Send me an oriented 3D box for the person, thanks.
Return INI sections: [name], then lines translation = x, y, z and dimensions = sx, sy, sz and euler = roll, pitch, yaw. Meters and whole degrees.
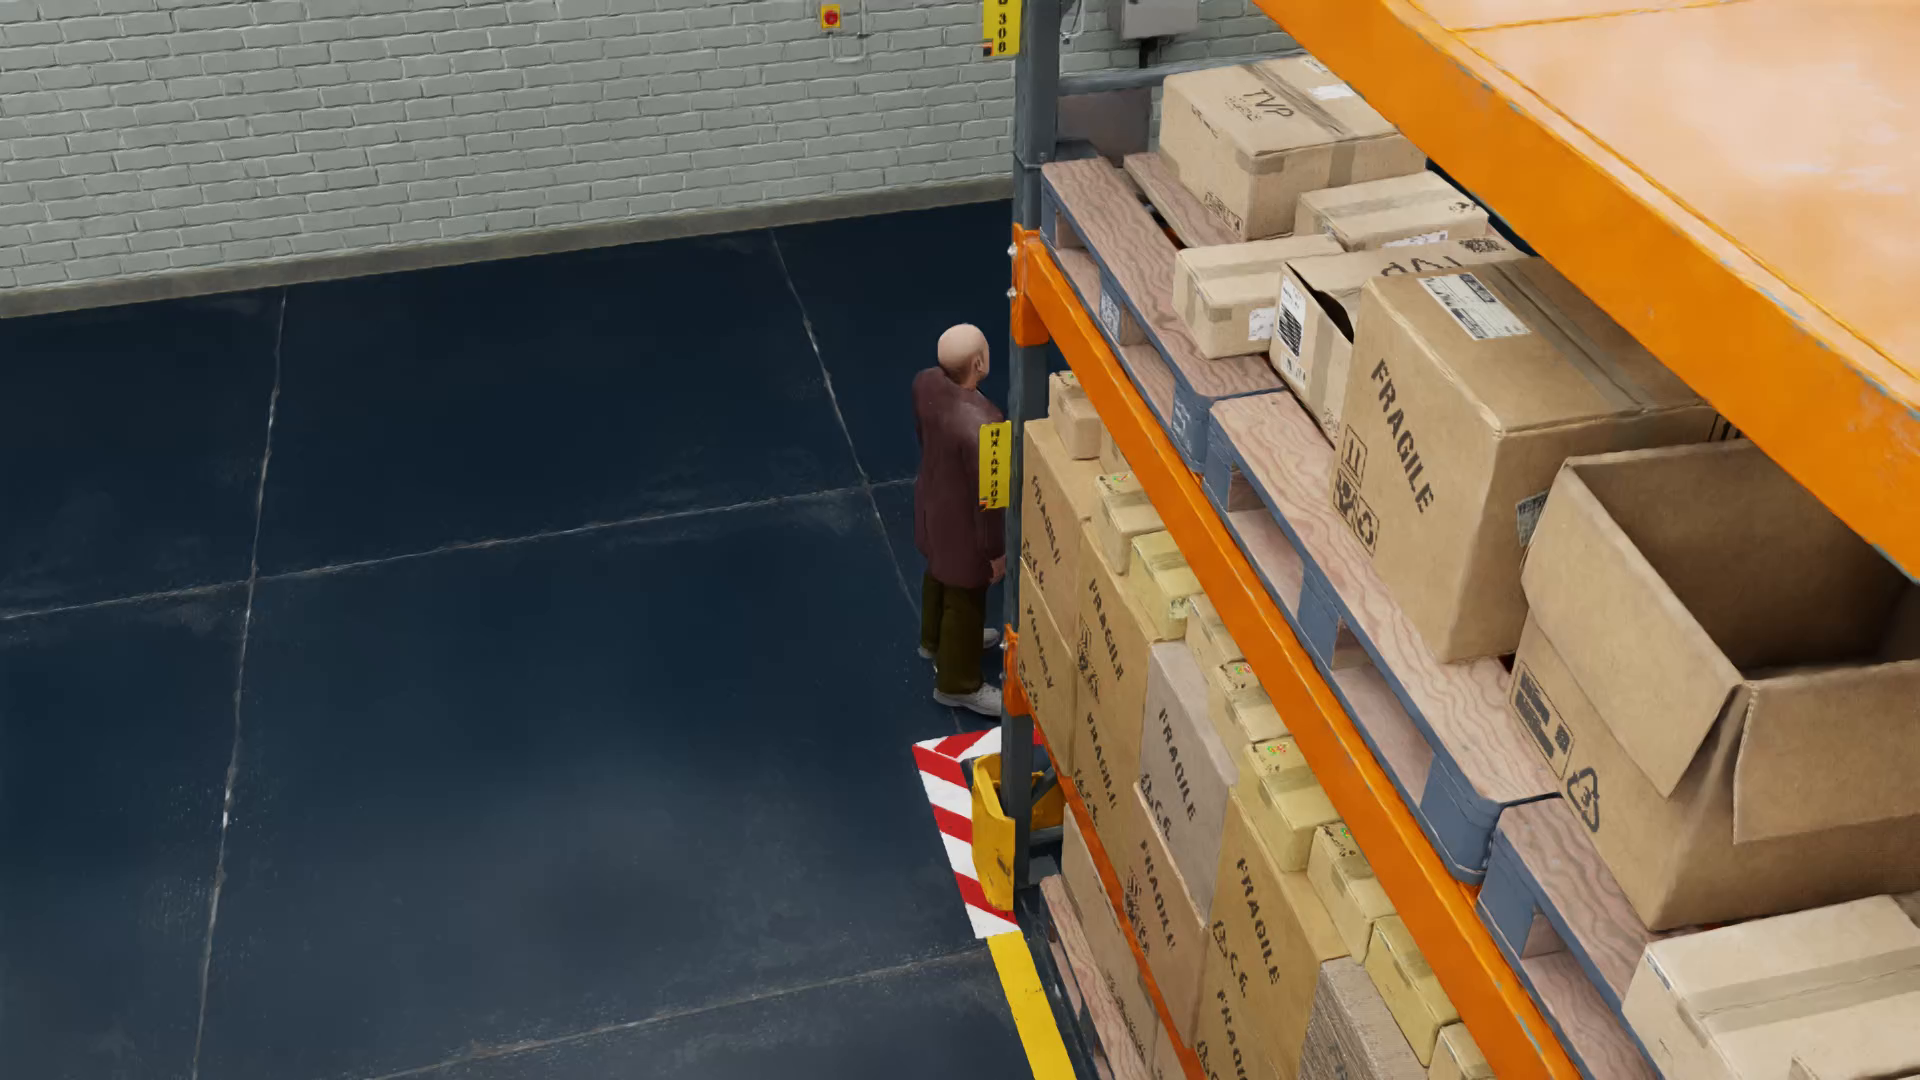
[person]
translation = 0.033, -0.122, 6.831
dimensions = 0.434, 1.795, 0.692
euler = -18, 41, -21
